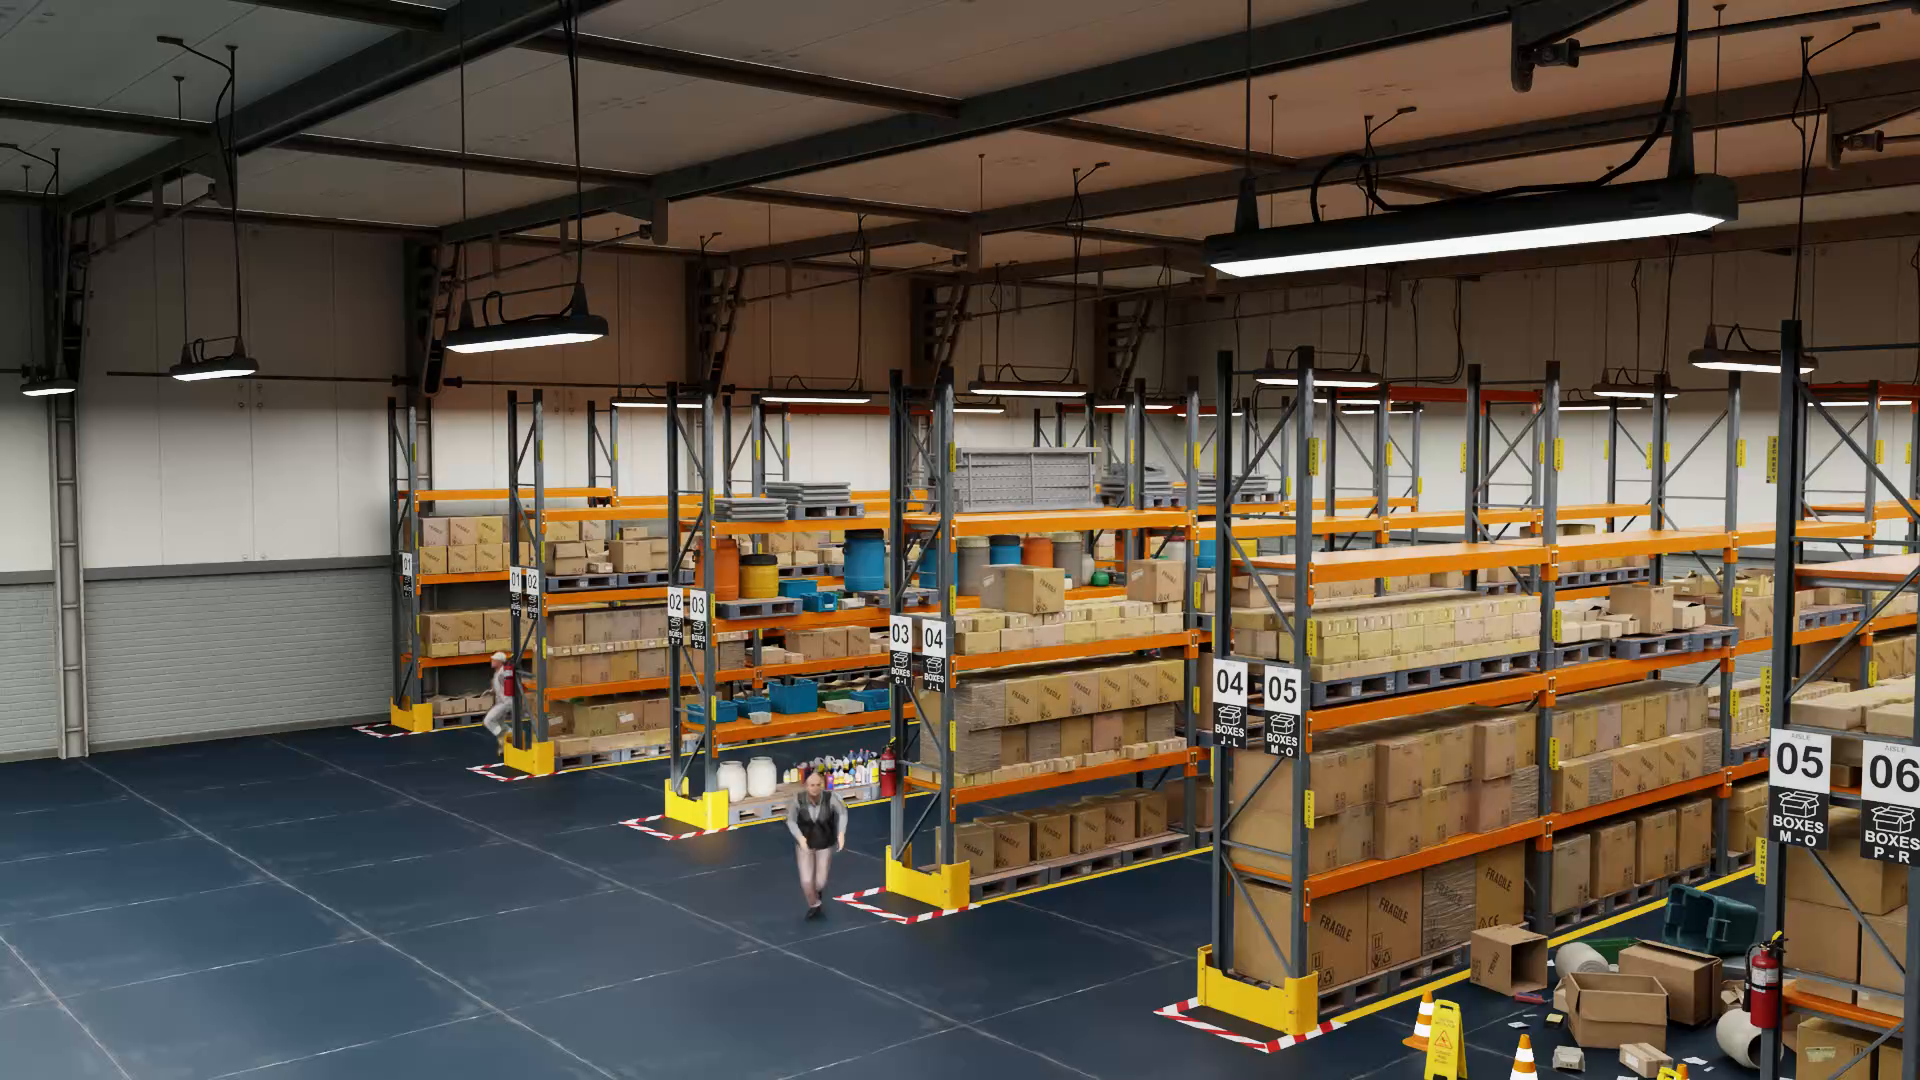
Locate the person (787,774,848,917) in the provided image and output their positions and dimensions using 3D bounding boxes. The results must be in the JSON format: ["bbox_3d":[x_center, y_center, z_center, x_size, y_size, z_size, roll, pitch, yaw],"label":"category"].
[{"bbox_3d":[-1.551,3.298,18.087,0.666,1.590,0.713,0,3,-5],"label":"person"}]

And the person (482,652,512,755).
[{"bbox_3d":[-7.597,2.695,27.585,0.677,1.698,0.785,-2,4,-32],"label":"person"}]

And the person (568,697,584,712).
[{"bbox_3d":[-6.581,2.607,28.788,0.658,1.773,1.135,3,4,41],"label":"person"}]
